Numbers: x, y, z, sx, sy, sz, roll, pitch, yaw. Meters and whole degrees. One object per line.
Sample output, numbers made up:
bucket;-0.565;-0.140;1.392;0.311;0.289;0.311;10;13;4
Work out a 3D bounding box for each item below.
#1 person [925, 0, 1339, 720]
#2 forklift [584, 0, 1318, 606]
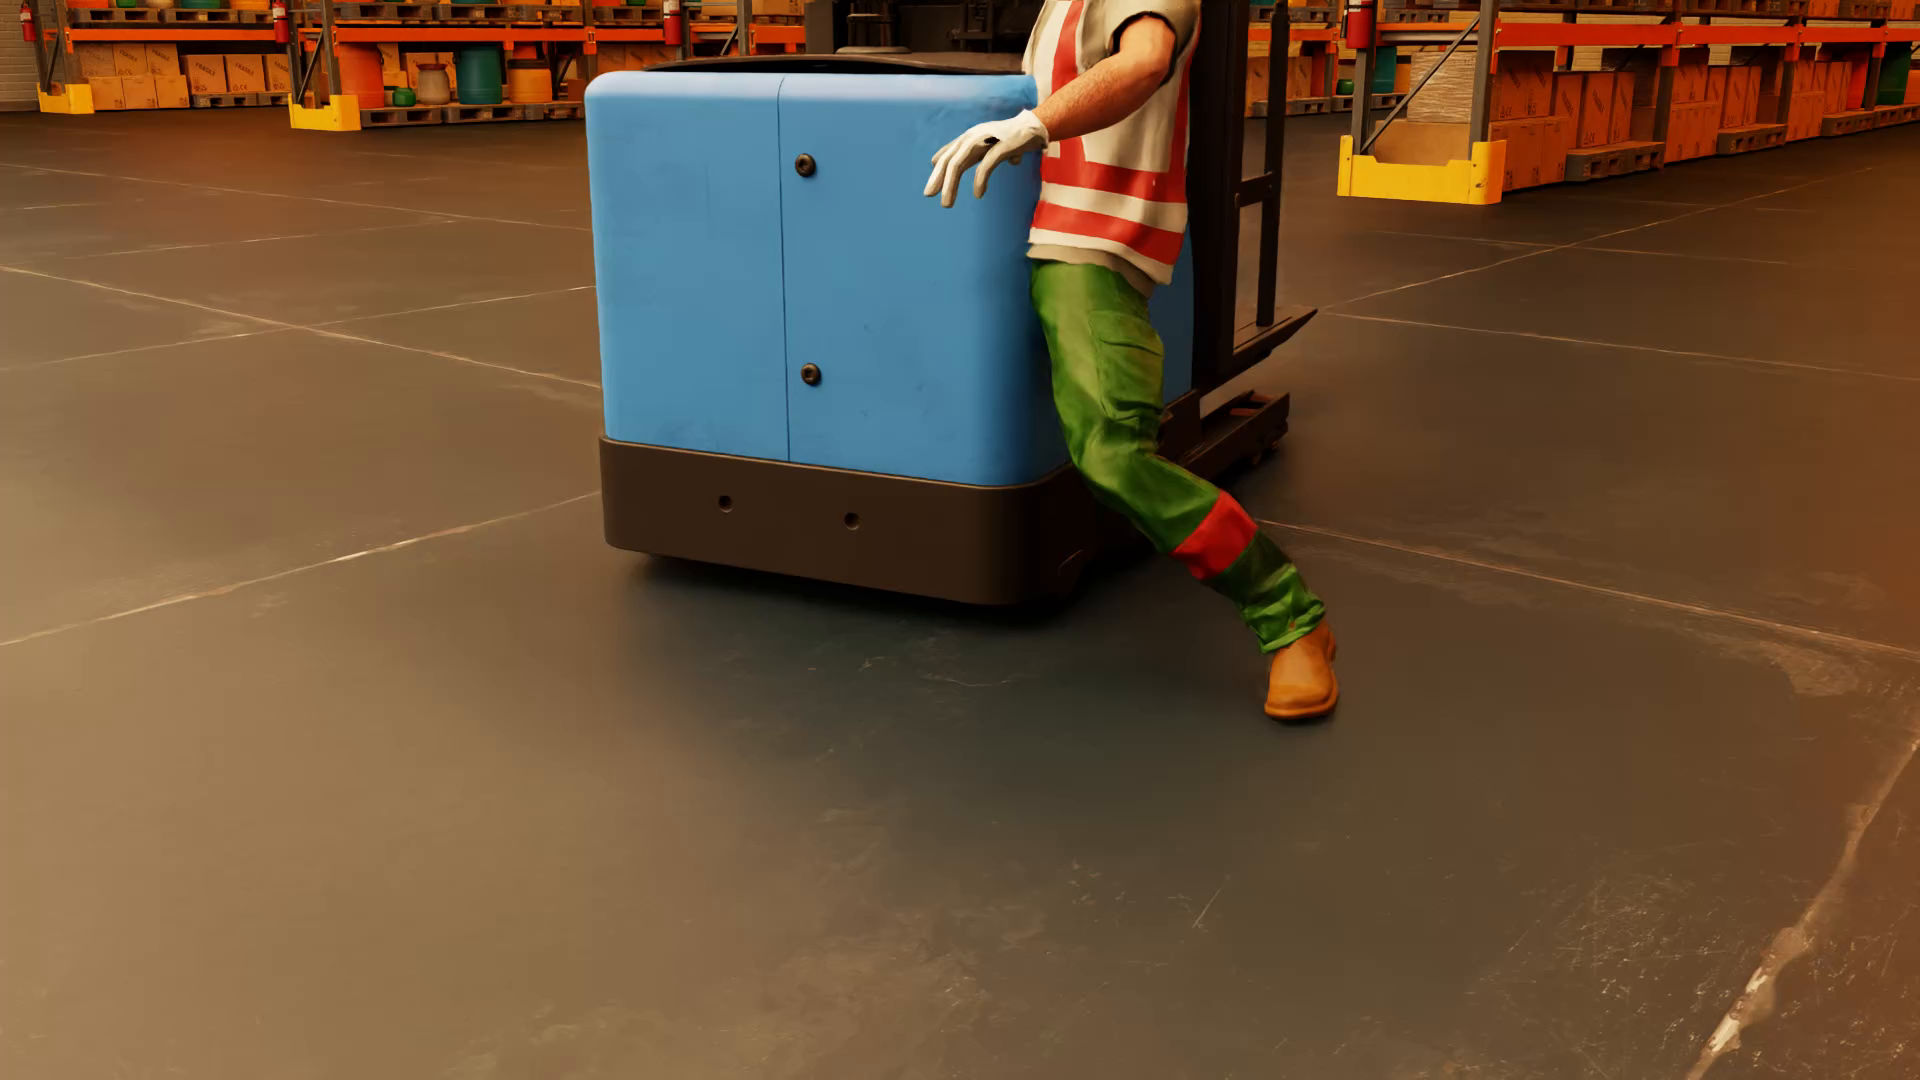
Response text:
person;0.131;-0.572;3.121;1.004;1.591;1.158;-4;17;-11
forklift;0.302;-1.656;4.350;1.130;2.935;3.031;8;19;24
